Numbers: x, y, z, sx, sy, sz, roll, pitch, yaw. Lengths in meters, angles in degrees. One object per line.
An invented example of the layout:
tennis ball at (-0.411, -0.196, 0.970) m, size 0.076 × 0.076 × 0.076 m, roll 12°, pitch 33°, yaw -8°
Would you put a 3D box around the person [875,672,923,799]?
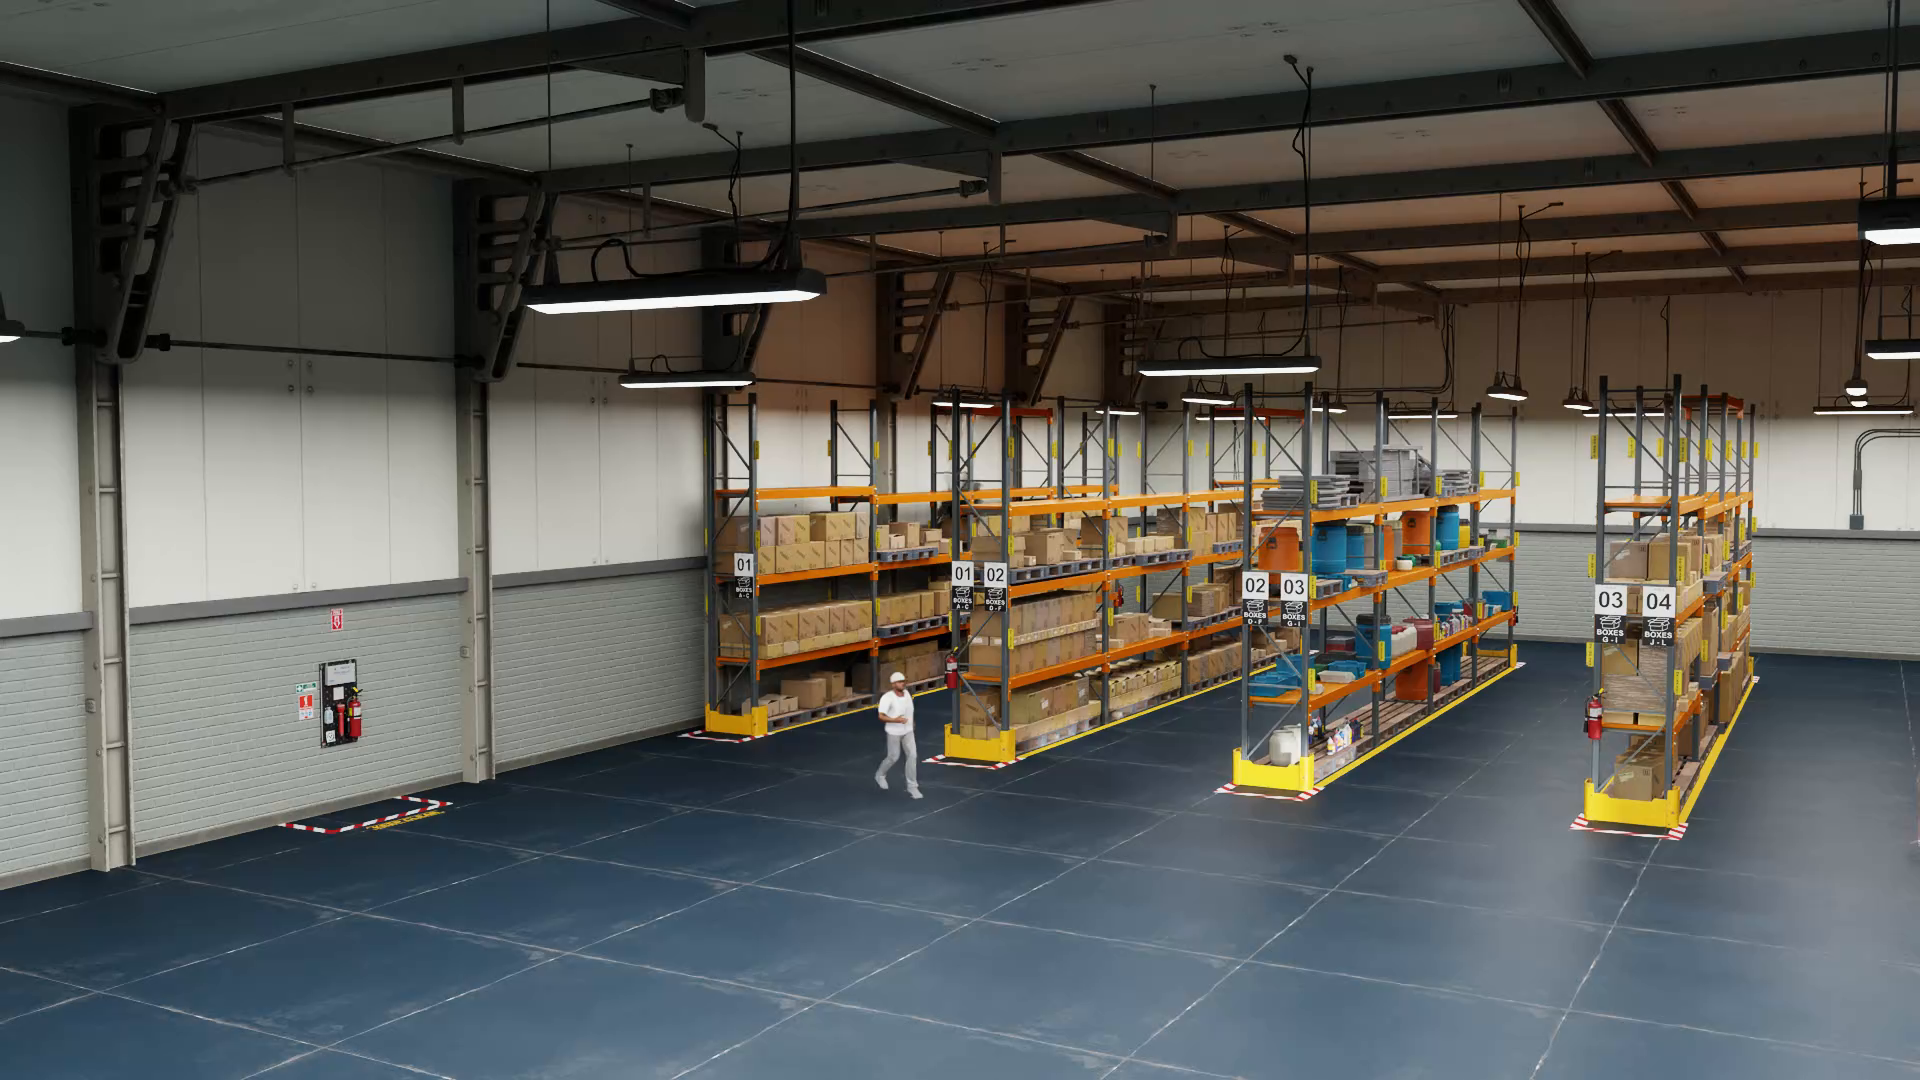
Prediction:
person at (-0.890, 2.811, 24.106) m, size 0.704 × 1.798 × 0.904 m, roll -3°, pitch 4°, yaw -39°
